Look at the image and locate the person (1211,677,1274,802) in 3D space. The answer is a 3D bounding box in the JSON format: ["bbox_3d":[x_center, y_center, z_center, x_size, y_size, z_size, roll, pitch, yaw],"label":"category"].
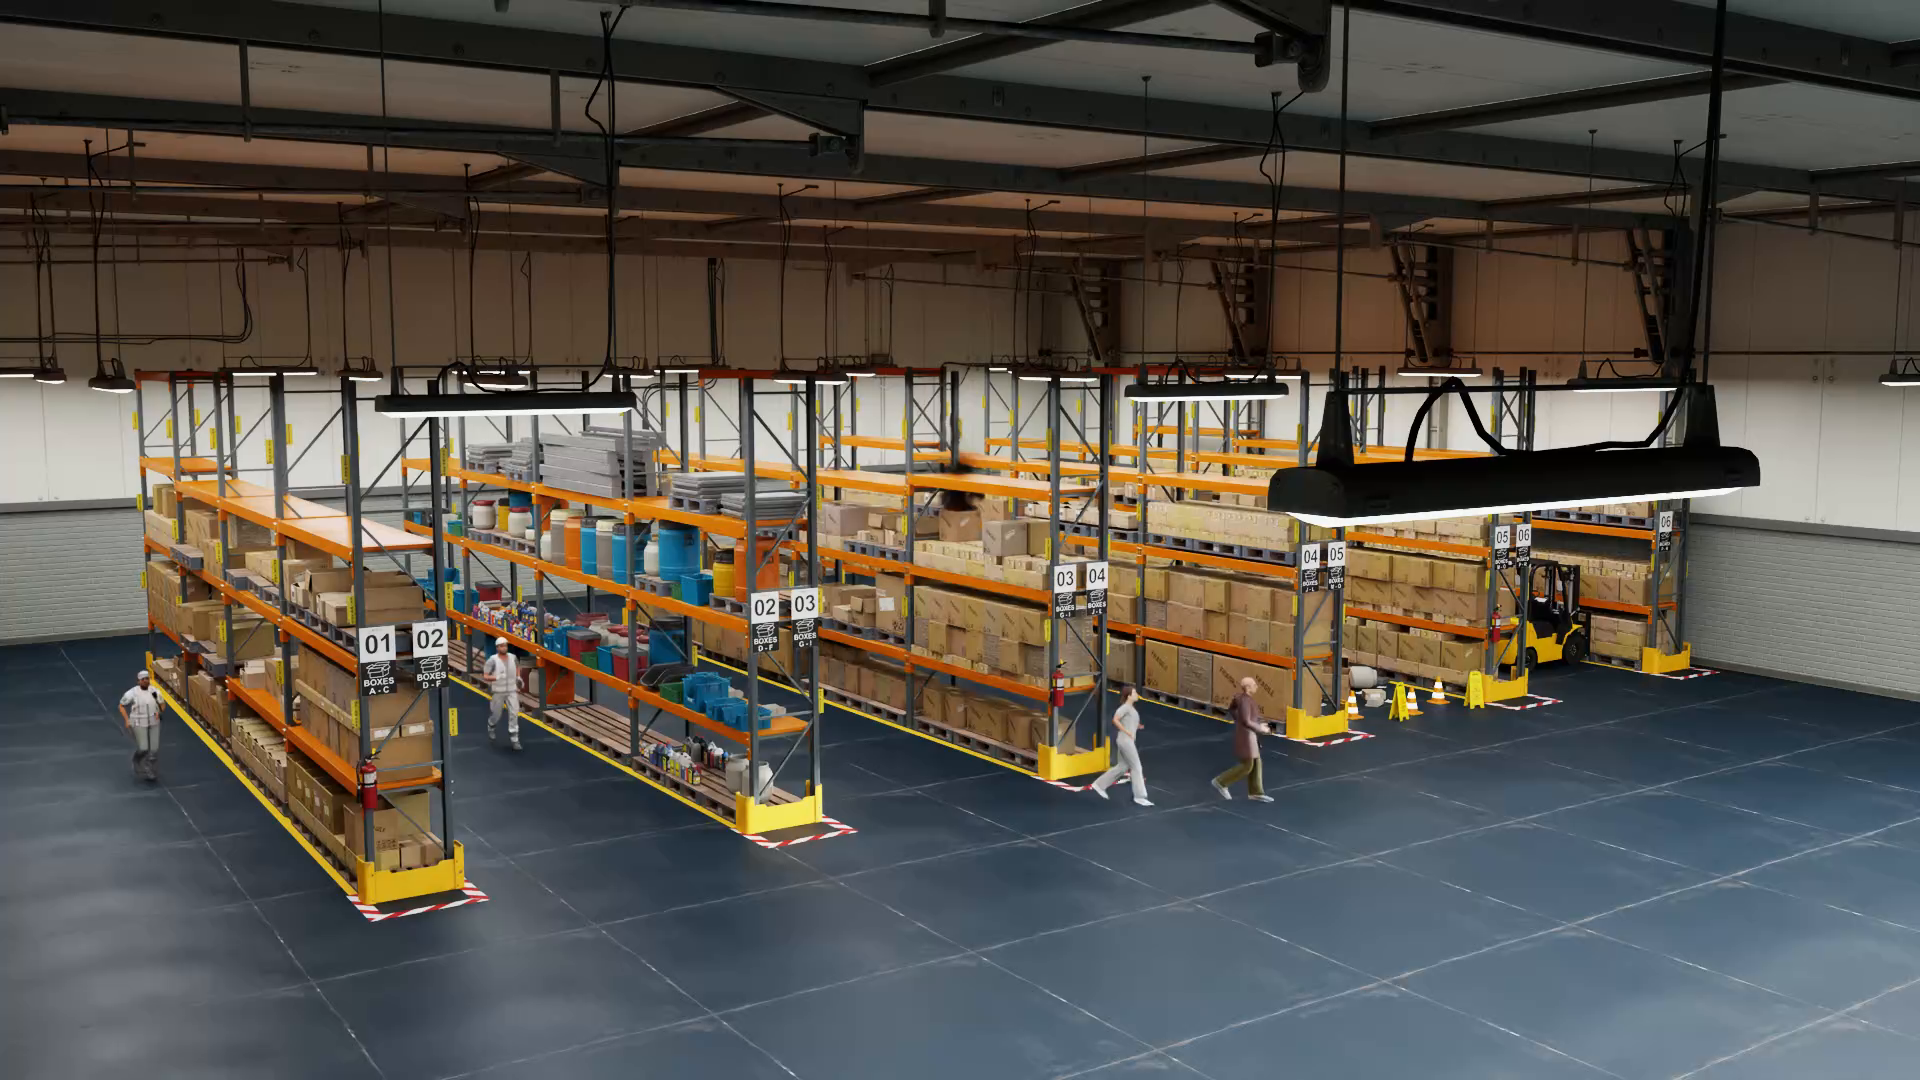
[{"bbox_3d":[3.988,2.816,23.418,0.898,1.789,0.736,0,6,3],"label":"person"}]

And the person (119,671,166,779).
[{"bbox_3d":[-12.057,2.750,24.635,0.606,1.625,0.537,-6,9,-42],"label":"person"}]

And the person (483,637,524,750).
[{"bbox_3d":[-7.290,2.427,26.574,0.668,1.765,0.998,-5,8,-35],"label":"person"}]

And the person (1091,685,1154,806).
[{"bbox_3d":[2.315,2.883,23.489,0.894,1.681,0.587,1,7,9],"label":"person"}]
